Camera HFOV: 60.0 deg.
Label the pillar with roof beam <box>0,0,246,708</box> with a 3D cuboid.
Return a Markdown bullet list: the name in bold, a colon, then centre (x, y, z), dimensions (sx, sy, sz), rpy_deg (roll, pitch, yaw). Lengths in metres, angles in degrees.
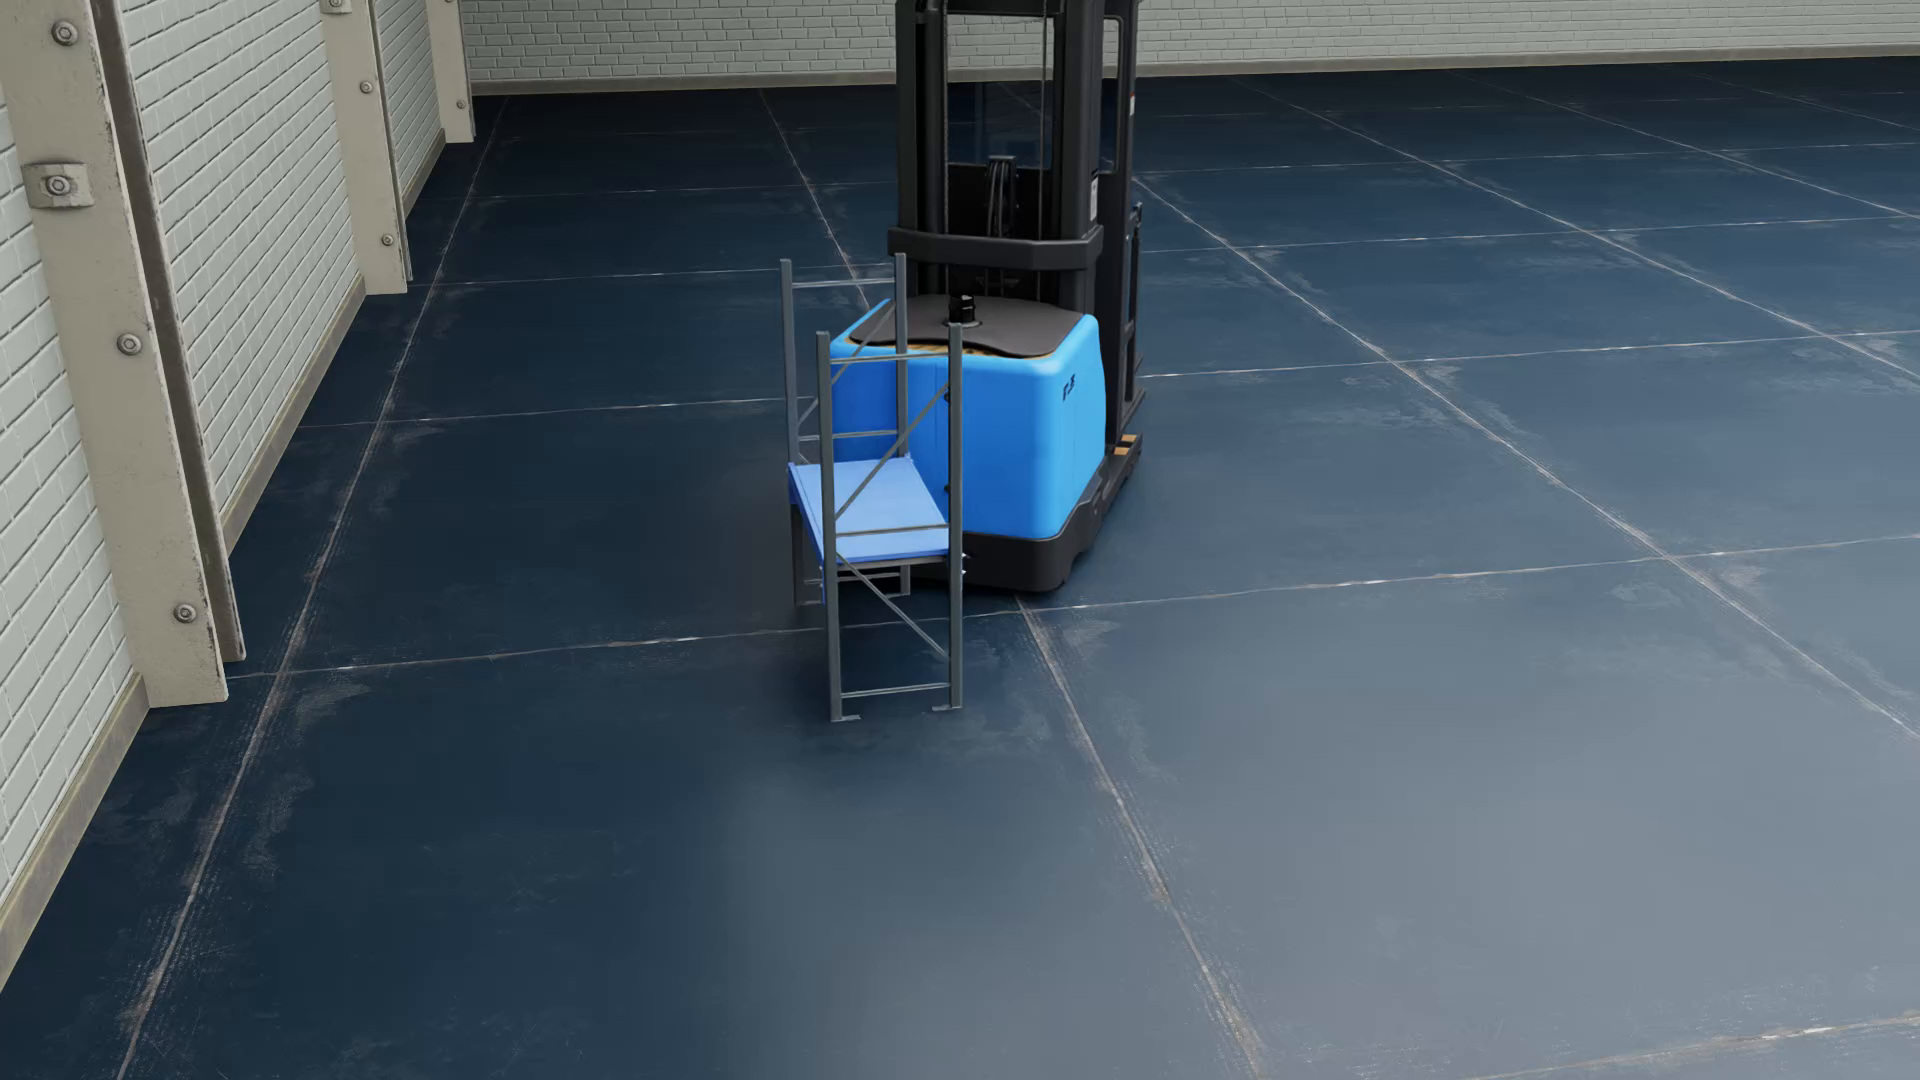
- **pillar with roof beam**: centre (1.242, -3.894, 5.423), dimensions (9.100, 9.000, 0.400), rpy_deg (-4, 24, -10)

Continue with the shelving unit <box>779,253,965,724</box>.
- **shelving unit**: centre (-0.351, -0.230, 6.403), dimensions (0.538, 1.500, 1.048), rpy_deg (-5, 24, -12)

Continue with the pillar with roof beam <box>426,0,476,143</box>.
- **pillar with roof beam**: centre (-0.977, -8.614, 16.230), dimensions (9.100, 9.000, 0.400), rpy_deg (-4, 24, -10)

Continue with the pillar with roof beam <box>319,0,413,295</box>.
- **pillar with roof beam**: centre (0.132, -6.254, 10.826), dimensions (9.100, 9.000, 0.400), rpy_deg (-4, 24, -10)

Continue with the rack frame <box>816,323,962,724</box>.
- **rack frame**: centre (-0.240, -0.032, 5.949), dimensions (0.500, 1.500, 0.032), rpy_deg (-5, 24, -12)

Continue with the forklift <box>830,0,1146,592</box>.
- **forklift**: centre (0.319, -1.687, 7.950), dimensions (1.130, 2.935, 3.031), rpy_deg (7, 24, 15)

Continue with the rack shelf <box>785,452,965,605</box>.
- **rack shelf**: centre (-0.351, -0.065, 6.475), dimensions (0.538, 0.185, 1.000), rpy_deg (-5, 24, -12)

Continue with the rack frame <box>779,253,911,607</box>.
- **rack frame**: centre (-0.461, -0.429, 6.858), dimensions (0.500, 1.500, 0.032), rpy_deg (-5, 24, -12)
